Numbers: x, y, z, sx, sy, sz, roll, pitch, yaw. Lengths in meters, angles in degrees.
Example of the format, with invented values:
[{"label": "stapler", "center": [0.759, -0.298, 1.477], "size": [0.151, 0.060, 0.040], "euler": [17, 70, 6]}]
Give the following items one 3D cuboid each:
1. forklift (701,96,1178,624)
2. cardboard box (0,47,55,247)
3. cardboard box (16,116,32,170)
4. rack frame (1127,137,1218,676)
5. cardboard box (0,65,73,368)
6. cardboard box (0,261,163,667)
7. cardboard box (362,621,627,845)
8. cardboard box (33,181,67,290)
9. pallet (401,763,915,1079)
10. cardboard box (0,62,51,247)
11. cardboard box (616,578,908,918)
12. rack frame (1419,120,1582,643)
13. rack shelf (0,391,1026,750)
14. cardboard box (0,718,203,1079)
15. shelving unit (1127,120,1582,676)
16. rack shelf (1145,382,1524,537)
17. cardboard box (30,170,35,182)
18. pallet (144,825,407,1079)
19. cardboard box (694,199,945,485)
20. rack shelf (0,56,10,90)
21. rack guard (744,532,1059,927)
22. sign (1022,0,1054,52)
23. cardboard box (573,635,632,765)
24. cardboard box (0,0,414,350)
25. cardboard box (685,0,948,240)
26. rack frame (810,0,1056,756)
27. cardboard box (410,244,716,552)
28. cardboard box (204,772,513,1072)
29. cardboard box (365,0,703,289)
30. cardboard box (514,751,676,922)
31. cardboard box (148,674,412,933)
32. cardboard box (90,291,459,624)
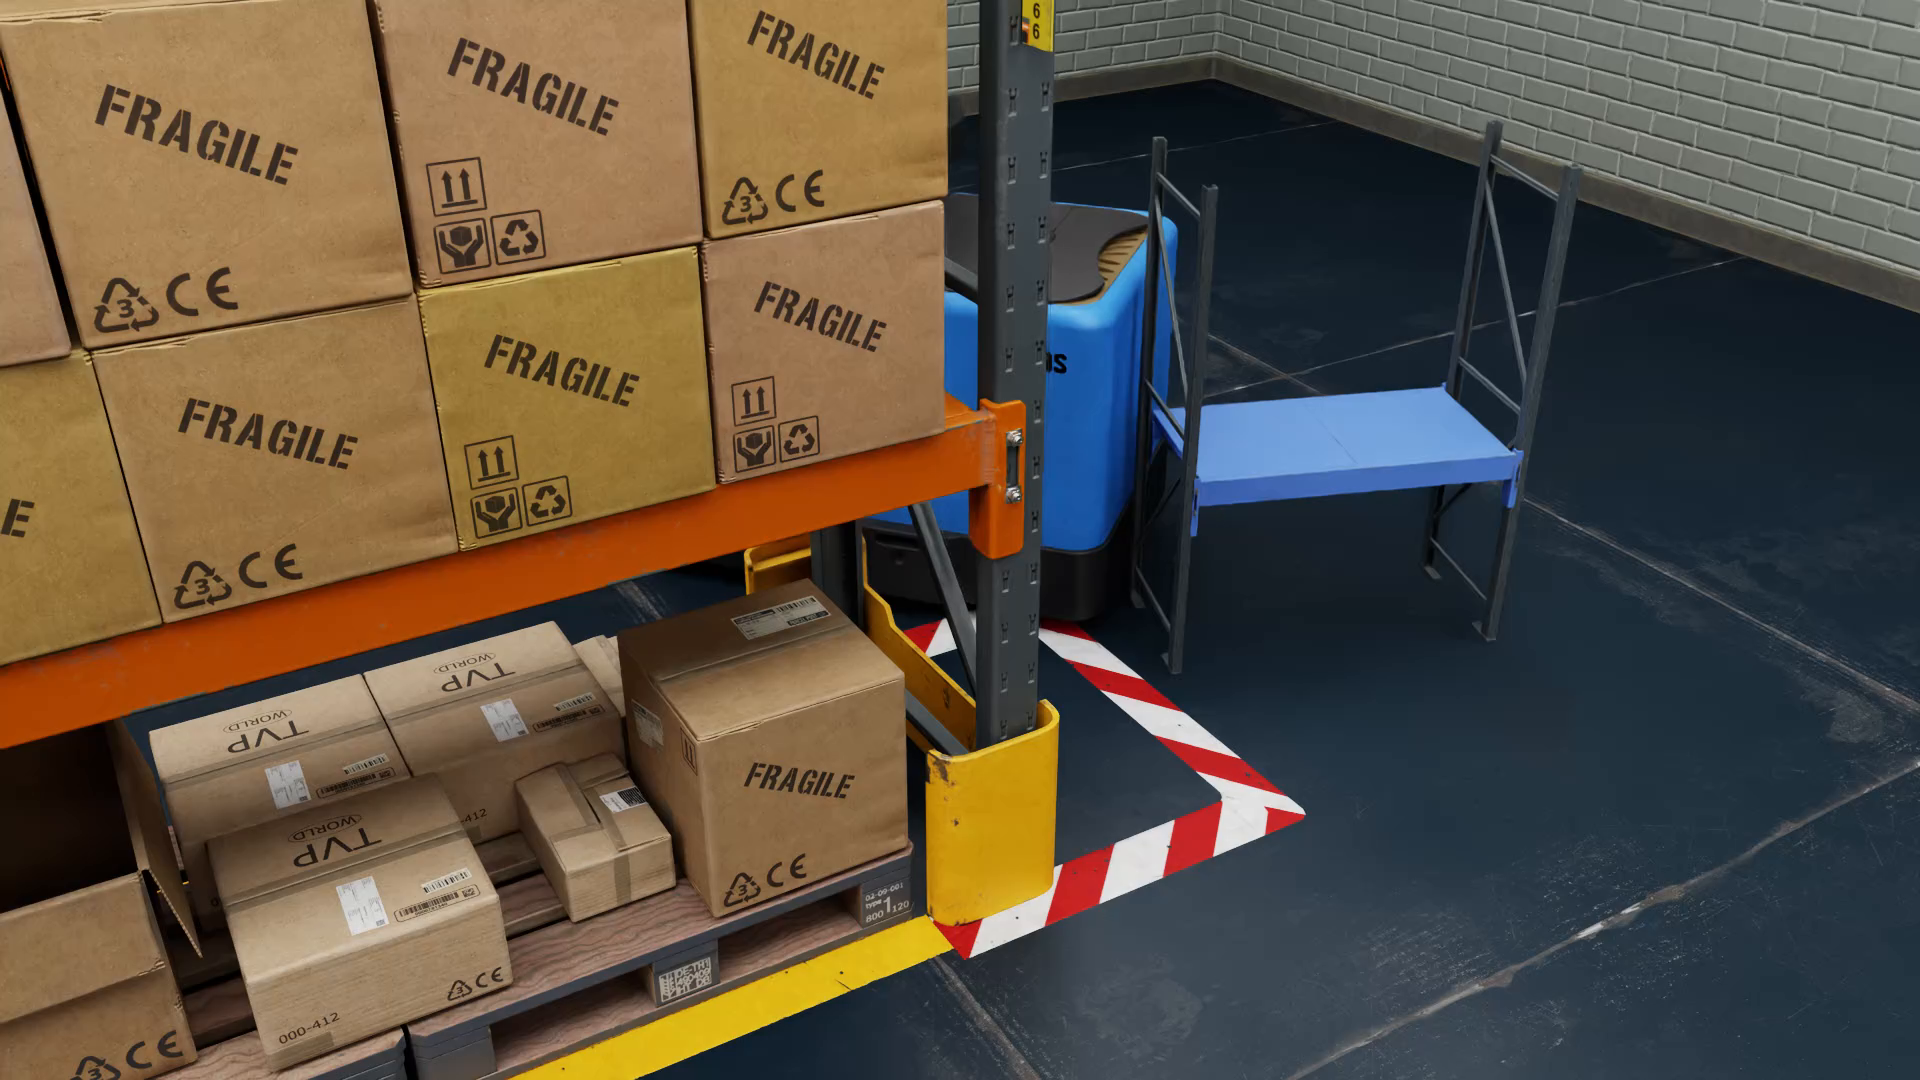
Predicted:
[{"label": "forklift", "center": [-0.844, -1.430, 5.308], "size": [3.031, 2.935, 1.130], "euler": [9, 30, 16]}, {"label": "cardboard box", "center": [-1.515, -0.896, 3.131], "size": [0.500, 0.500, 0.500], "euler": [-15, 32, -26]}, {"label": "cardboard box", "center": [-4.049, -1.754, 7.305], "size": [0.250, 0.149, 0.380], "euler": [-15, 32, -26]}, {"label": "rack frame", "center": [0.607, -0.368, 4.864], "size": [0.032, 1.500, 0.500], "euler": [-5, 29, -9]}, {"label": "cardboard box", "center": [-1.685, -0.544, 2.494], "size": [0.500, 0.500, 0.500], "euler": [-15, 32, -25]}, {"label": "cardboard box", "center": [-1.679, -0.114, 2.749], "size": [0.500, 0.500, 0.500], "euler": [-16, 33, -27]}, {"label": "cardboard box", "center": [-1.162, 0.484, 4.160], "size": [0.500, 0.250, 0.500], "euler": [-16, 33, -26]}, {"label": "cardboard box", "center": [-1.943, -0.338, 3.155], "size": [0.500, 0.500, 0.500], "euler": [-15, 32, -26]}, {"label": "pallet", "center": [-0.871, 0.770, 4.136], "size": [1.213, 0.211, 1.003], "euler": [-16, 33, -26]}, {"label": "cardboard box", "center": [-1.953, -0.771, 2.905], "size": [0.500, 0.500, 0.500], "euler": [-16, 33, -27]}, {"label": "cardboard box", "center": [-0.462, 0.473, 3.921], "size": [0.500, 0.500, 0.500], "euler": [-16, 33, -26]}, {"label": "rack frame", "center": [1.606, -0.457, 5.027], "size": [0.032, 1.500, 0.500], "euler": [-5, 29, -9]}, {"label": "rack shelf", "center": [-1.843, 0.140, 3.137], "size": [4.000, 0.370, 1.077], "euler": [-16, 33, -26]}, {"label": "cardboard box", "center": [-1.950, 0.753, 3.410], "size": [0.637, 0.503, 0.797], "euler": [-16, 33, -26]}, {"label": "shelving unit", "center": [1.107, -0.413, 4.946], "size": [1.048, 1.500, 0.538], "euler": [-5, 29, -9]}, {"label": "rack shelf", "center": [1.107, -0.255, 5.032], "size": [1.000, 0.185, 0.538], "euler": [-5, 29, -9]}, {"label": "cardboard box", "center": [-4.049, -1.358, 7.259], "size": [0.500, 0.500, 0.700], "euler": [-17, 33, -28]}, {"label": "pallet", "center": [-1.921, 1.067, 3.599], "size": [1.213, 0.211, 1.003], "euler": [-16, 33, -26]}, {"label": "cardboard box", "center": [-0.367, -0.486, 3.422], "size": [0.500, 0.500, 0.500], "euler": [-15, 32, -25]}, {"label": "rack shelf", "center": [-4.355, -1.923, 6.875], "size": [4.000, 0.370, 1.077], "euler": [-16, 33, -26]}, {"label": "rack guard", "center": [-0.184, 0.448, 4.421], "size": [0.348, 0.500, 1.175], "euler": [-16, 33, -26]}, {"label": "sign", "center": [0.146, -1.074, 3.066], "size": [0.005, 0.325, 0.100], "euler": [-16, 33, -26]}, {"label": "cardboard box", "center": [-0.869, 0.403, 4.391], "size": [0.250, 0.166, 0.380], "euler": [-16, 33, -26]}, {"label": "cardboard box", "center": [-1.242, -0.670, 2.721], "size": [0.500, 0.500, 0.500], "euler": [-15, 32, -25]}, {"label": "cardboard box", "center": [-0.363, -0.923, 3.180], "size": [0.500, 0.500, 0.500], "euler": [-16, 33, -27]}, {"label": "rack frame", "center": [-0.118, -0.665, 3.850], "size": [0.127, 3.000, 1.000], "euler": [-16, 33, -26]}, {"label": "cardboard box", "center": [-0.812, -0.357, 3.189], "size": [0.500, 0.500, 0.500], "euler": [-16, 32, -26]}, {"label": "cardboard box", "center": [-1.297, 0.802, 3.583], "size": [0.500, 0.250, 0.500], "euler": [-16, 33, -26]}, {"label": "cardboard box", "center": [-0.798, -0.799, 2.955], "size": [0.500, 0.500, 0.500], "euler": [-15, 32, -25]}, {"label": "cardboard box", "center": [-0.857, 0.680, 3.890], "size": [0.250, 0.166, 0.380], "euler": [-16, 33, -26]}, {"label": "cardboard box", "center": [-1.593, 0.606, 3.938], "size": [0.500, 0.250, 0.500], "euler": [-16, 33, -26]}, {"label": "cardboard box", "center": [-1.245, -0.237, 2.972], "size": [0.500, 0.500, 0.500], "euler": [-16, 32, -26]}]
